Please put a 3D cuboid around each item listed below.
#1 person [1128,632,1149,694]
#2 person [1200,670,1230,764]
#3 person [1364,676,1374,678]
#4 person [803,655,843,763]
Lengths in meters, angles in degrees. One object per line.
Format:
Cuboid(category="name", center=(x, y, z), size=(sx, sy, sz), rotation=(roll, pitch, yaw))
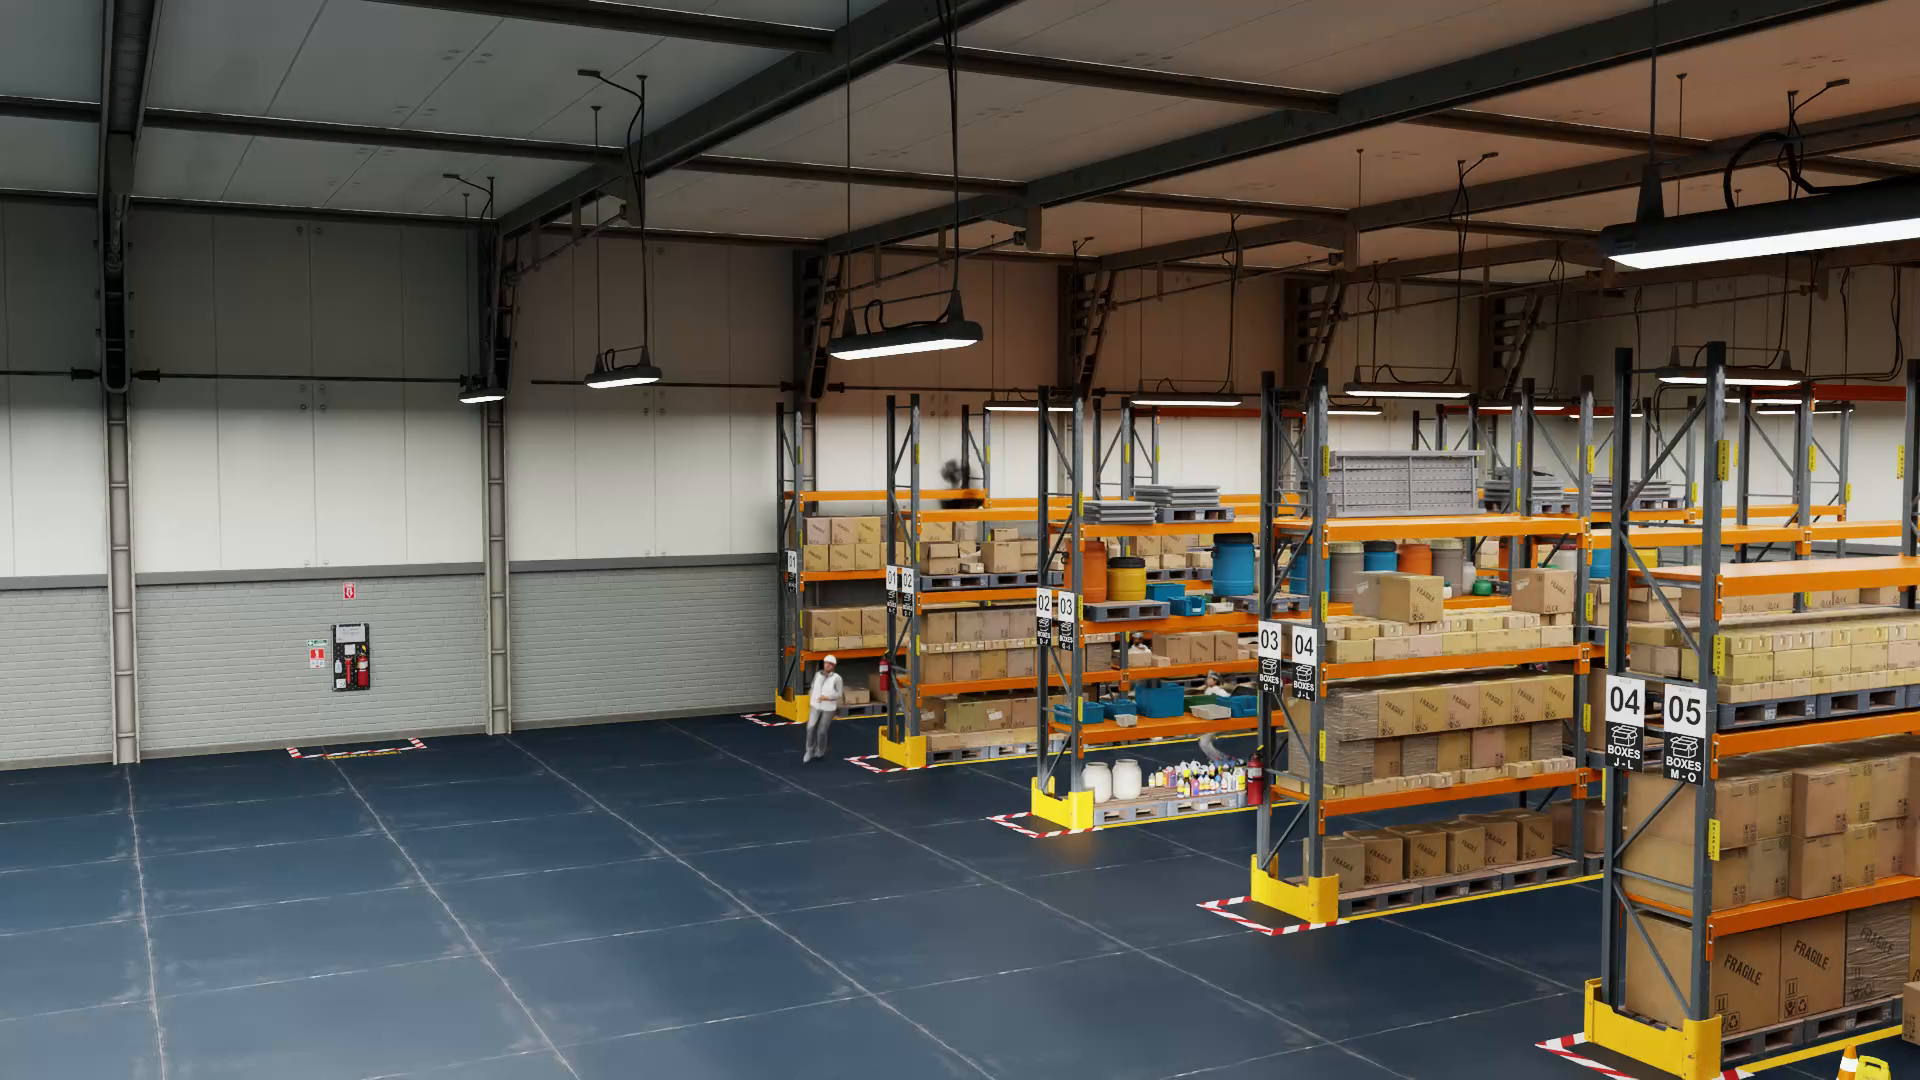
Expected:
Cuboid(category="person", center=(3.332, 2.557, 31.622), size=(0.583, 1.629, 0.592), rotation=(-3, 4, -39))
Cuboid(category="person", center=(3.942, 2.866, 26.031), size=(0.574, 1.645, 0.629), rotation=(-1, 4, -24))
Cuboid(category="person", center=(6.822, 2.860, 28.153), size=(0.720, 1.500, 0.576), rotation=(-3, 4, -39))
Cuboid(category="person", center=(-2.217, 2.744, 27.183), size=(0.641, 1.733, 0.700), rotation=(1, 3, 13))
